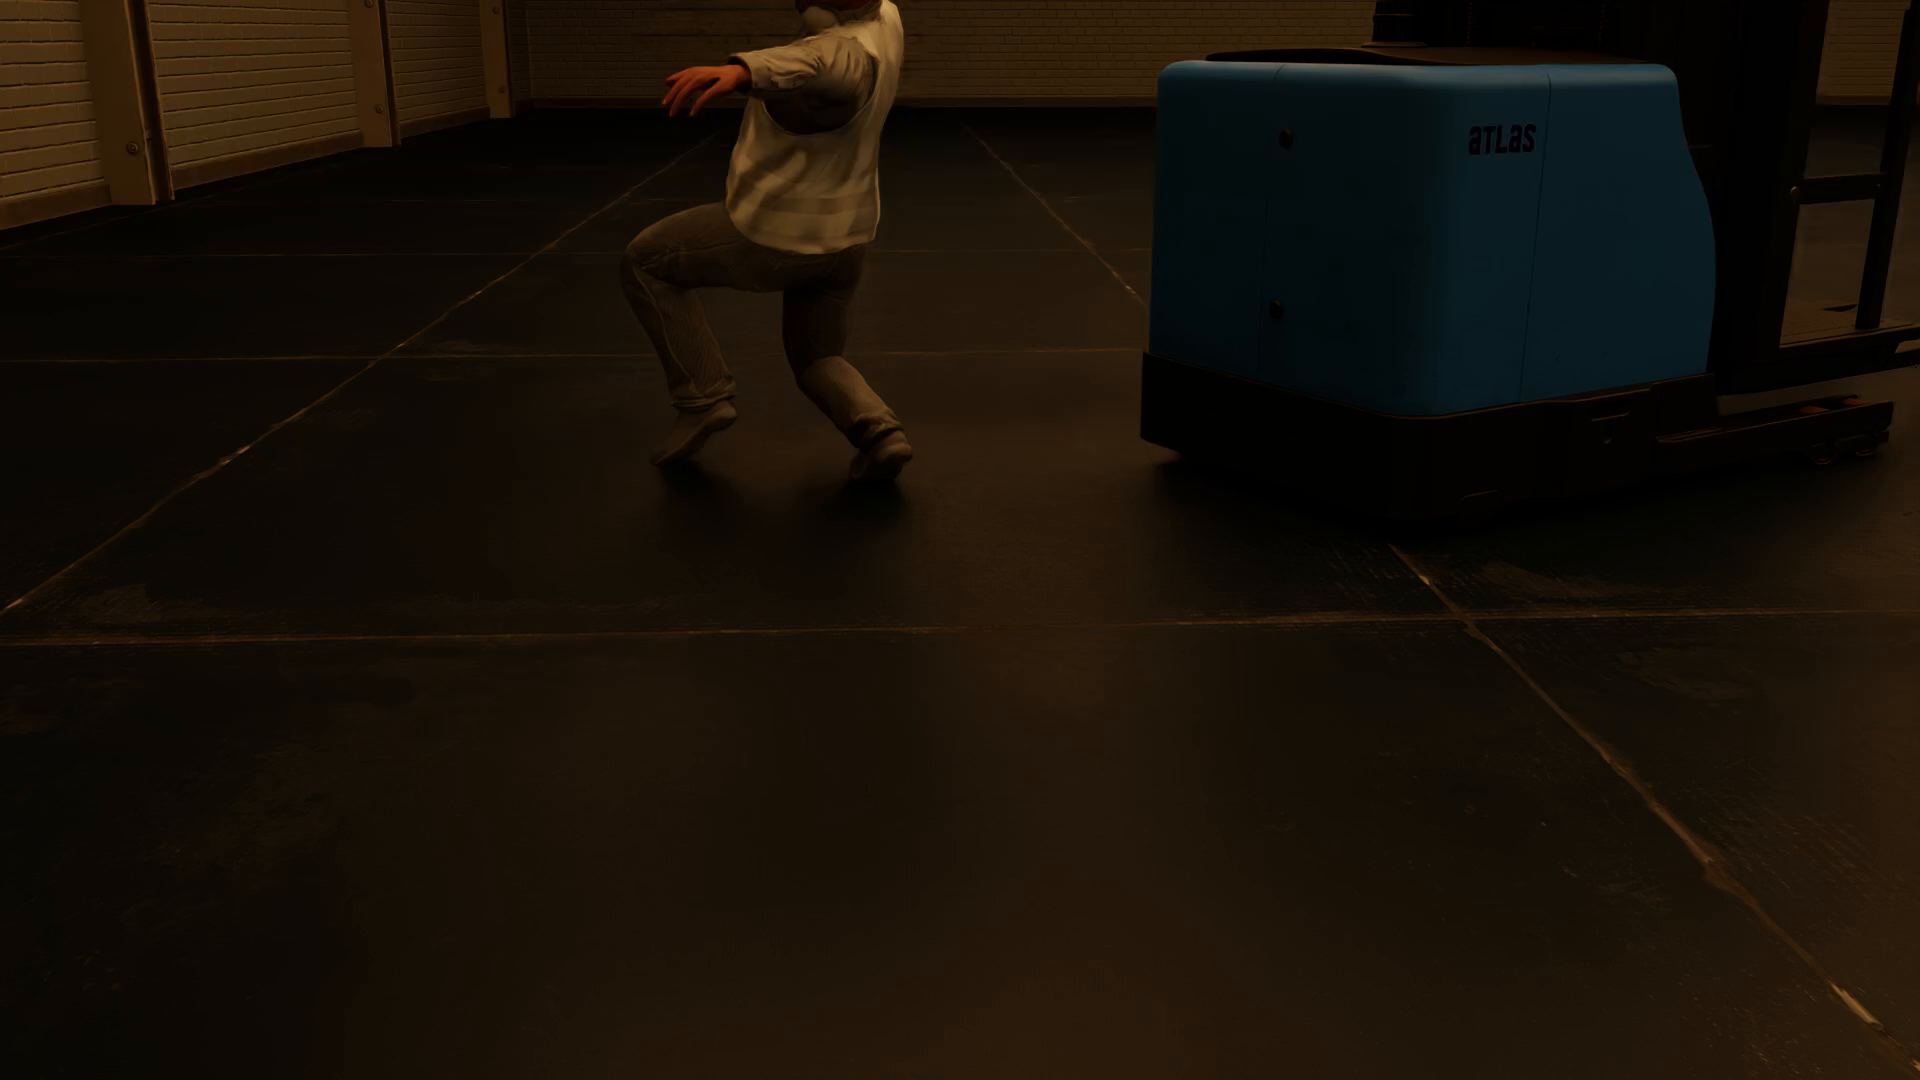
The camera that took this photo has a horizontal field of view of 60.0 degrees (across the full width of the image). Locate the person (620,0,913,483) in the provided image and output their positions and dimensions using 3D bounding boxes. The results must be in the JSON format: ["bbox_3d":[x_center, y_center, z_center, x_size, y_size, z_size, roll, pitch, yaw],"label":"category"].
[{"bbox_3d":[-0.619,-0.812,4.105,0.896,1.494,1.042,10,20,30],"label":"person"}]

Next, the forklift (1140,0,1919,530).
[{"bbox_3d":[2.027,-1.726,4.551,3.031,2.935,1.130,-10,20,-30],"label":"forklift"}]
